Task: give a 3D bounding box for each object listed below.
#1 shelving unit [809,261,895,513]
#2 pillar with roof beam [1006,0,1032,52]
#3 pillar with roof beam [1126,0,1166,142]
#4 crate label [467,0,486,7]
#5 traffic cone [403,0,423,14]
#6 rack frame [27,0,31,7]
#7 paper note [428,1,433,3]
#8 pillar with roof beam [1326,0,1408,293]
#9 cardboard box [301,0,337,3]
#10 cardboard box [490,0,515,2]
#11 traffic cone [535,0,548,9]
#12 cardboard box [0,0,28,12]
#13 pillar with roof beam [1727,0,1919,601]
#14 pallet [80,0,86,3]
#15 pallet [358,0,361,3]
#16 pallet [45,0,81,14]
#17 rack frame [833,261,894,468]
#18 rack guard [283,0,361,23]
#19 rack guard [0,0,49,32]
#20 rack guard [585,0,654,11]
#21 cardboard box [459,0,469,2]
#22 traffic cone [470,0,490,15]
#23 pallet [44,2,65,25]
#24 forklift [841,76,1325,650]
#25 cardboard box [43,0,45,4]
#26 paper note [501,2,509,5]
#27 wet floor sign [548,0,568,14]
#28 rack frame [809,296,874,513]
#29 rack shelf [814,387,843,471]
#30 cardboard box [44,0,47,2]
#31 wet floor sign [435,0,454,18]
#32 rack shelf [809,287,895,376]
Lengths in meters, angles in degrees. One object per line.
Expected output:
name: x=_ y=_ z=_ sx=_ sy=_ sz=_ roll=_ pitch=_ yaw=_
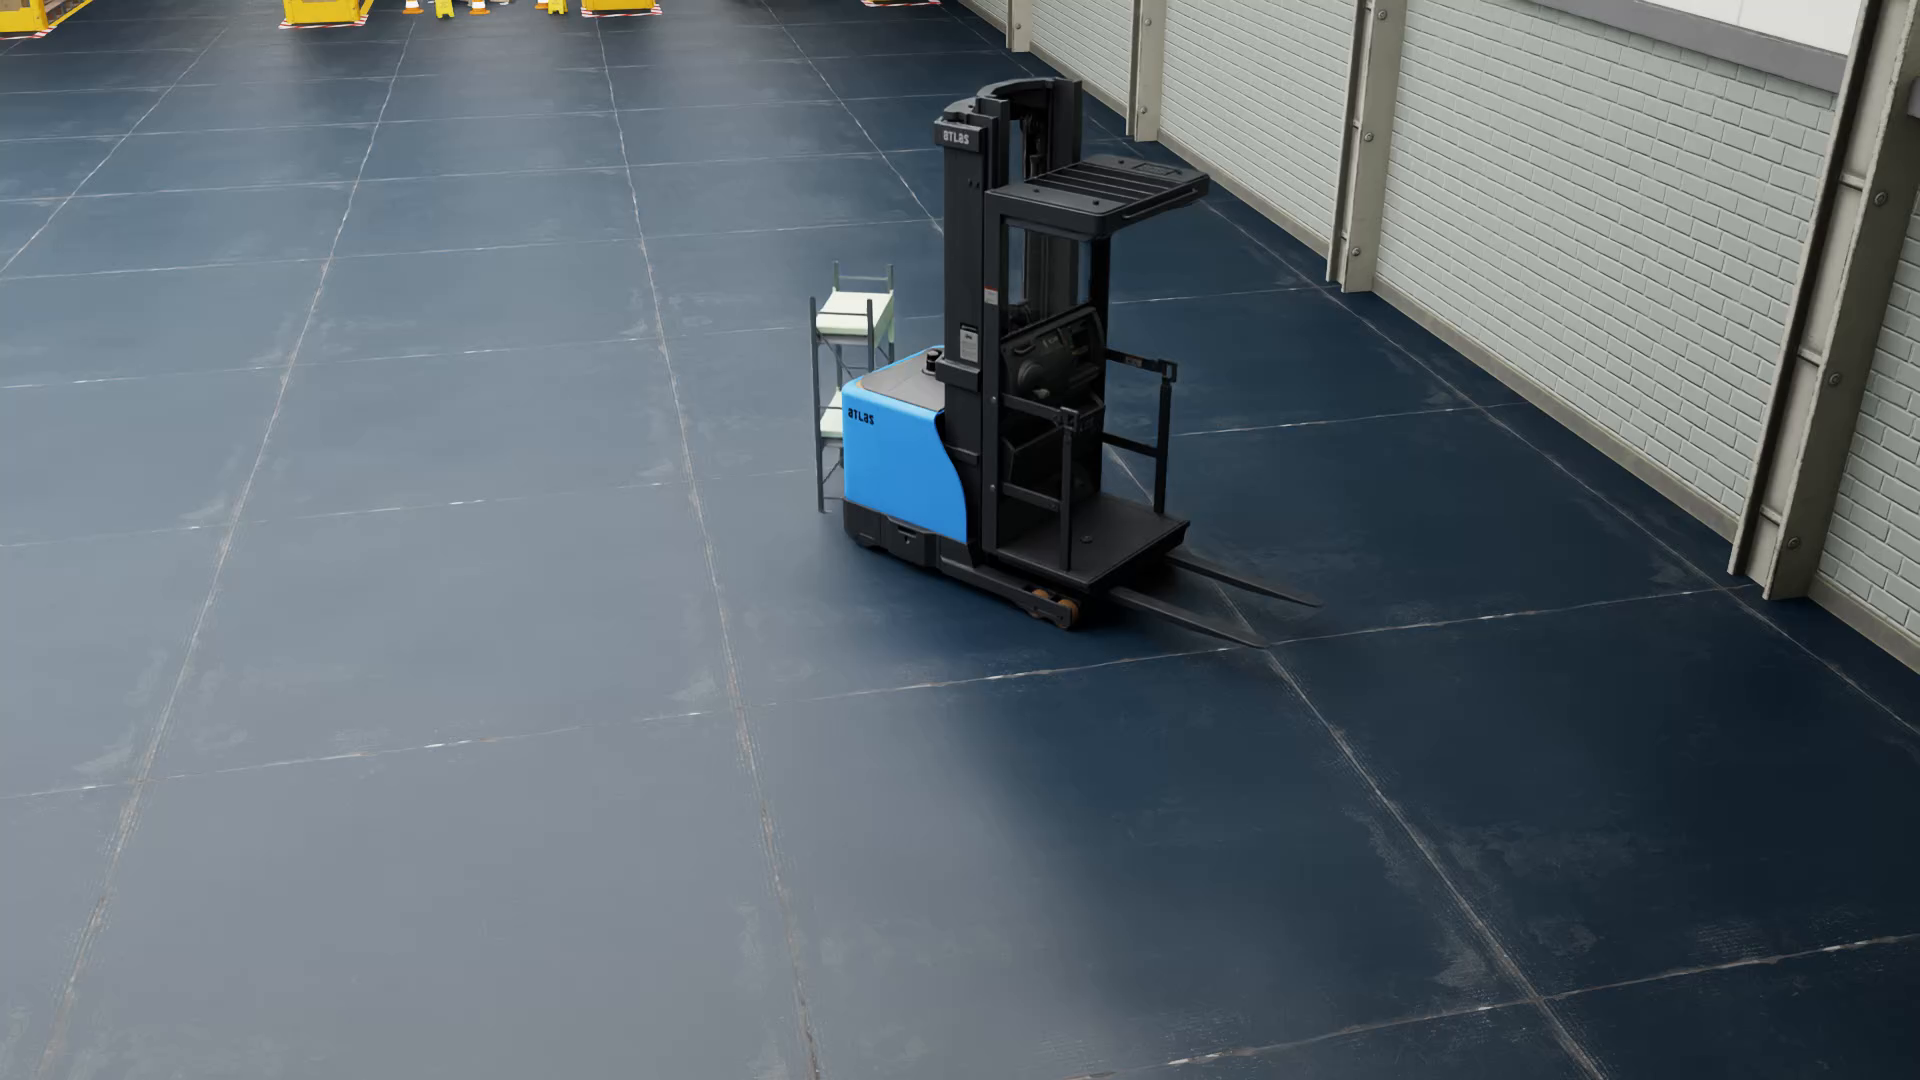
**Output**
shelving unit: x=-0.698 y=-1.012 z=11.091 sx=0.431 sy=1.500 sz=0.755 roll=3 pitch=27 yaw=7
pillar with roof beam: x=-3.278 y=-11.218 z=22.989 sx=9.100 sy=9.000 sz=0.400 roll=-6 pitch=27 yaw=-12
pillar with roof beam: x=-1.925 y=-8.584 z=17.771 sx=9.100 sy=9.000 sz=0.400 roll=-6 pitch=27 yaw=-12
crate label: x=-8.588 y=-9.565 z=29.549 sx=0.250 sy=0.136 sz=0.298 roll=-23 pitch=35 yaw=-38
traffic cone: x=-9.528 y=-9.406 z=28.873 sx=0.336 sy=0.463 sz=0.334 roll=-6 pitch=27 yaw=-12
rack frame: x=-15.647 y=-9.702 z=26.643 sx=1.000 sy=3.000 sz=0.127 roll=-6 pitch=27 yaw=-12
paper note: x=-9.482 y=-9.678 z=29.892 sx=0.144 sy=0.017 sz=0.142 roll=3 pitch=27 yaw=6
pillar with roof beam: x=-0.573 y=-5.950 z=12.552 sx=9.100 sy=9.000 sz=0.400 roll=-6 pitch=27 yaw=-12
cardboard box: x=-11.009 y=-9.691 z=28.514 sx=0.875 sy=0.875 sz=0.875 roll=-6 pitch=27 yaw=-11
cardboard box: x=-8.255 y=-9.806 z=30.013 sx=0.380 sy=0.149 sz=0.250 roll=8 pitch=28 yaw=15
traffic cone: x=-7.346 y=-9.634 z=29.323 sx=0.336 sy=0.463 sz=0.334 roll=-6 pitch=27 yaw=-12
cardboard box: x=-15.771 y=-9.050 z=27.659 sx=0.500 sy=0.500 sz=0.500 roll=-1 pitch=27 yaw=-2
pillar with roof beam: x=0.779 y=-3.316 z=7.334 sx=9.100 sy=9.000 sz=0.400 roll=-6 pitch=27 yaw=-12
pallet: x=-16.363 y=-9.922 z=30.174 sx=1.003 sy=0.211 sz=1.213 roll=-6 pitch=27 yaw=-12
pallet: x=-11.320 y=-9.794 z=29.920 sx=1.003 sy=0.211 sz=1.213 roll=-6 pitch=27 yaw=-12
pallet: x=-16.084 y=-9.385 z=29.111 sx=1.003 sy=0.211 sz=1.213 roll=-6 pitch=27 yaw=-12
rack frame: x=-0.649 y=-1.176 z=11.415 sx=0.400 sy=1.500 sz=0.023 roll=3 pitch=27 yaw=7
rack guard: x=-10.786 y=-9.035 z=28.096 sx=1.175 sy=0.500 sz=0.348 roll=-6 pitch=27 yaw=-12
rack guard: x=-15.664 y=-8.620 z=27.273 sx=1.175 sy=0.500 sz=0.348 roll=-6 pitch=27 yaw=-12
rack guard: x=-6.009 y=-9.626 z=29.267 sx=1.175 sy=0.500 sz=0.348 roll=-6 pitch=27 yaw=-12
cardboard box: x=-8.854 y=-10.108 z=30.218 sx=0.637 sy=0.503 sz=0.797 roll=19 pitch=32 yaw=32
traffic cone: x=-8.350 y=-9.372 z=28.804 sx=0.336 sy=0.463 sz=0.334 roll=-6 pitch=27 yaw=-12
pallet: x=-15.813 y=-8.851 z=28.052 sx=1.003 sy=0.211 sz=1.213 roll=-6 pitch=27 yaw=-12
forklift: x=0.712 y=-1.062 z=9.601 sx=3.031 sy=2.935 sz=1.130 roll=20 pitch=33 yaw=34
cardboard box: x=-15.939 y=-9.309 z=28.172 sx=0.500 sy=0.500 sz=0.500 roll=1 pitch=27 yaw=2
paper note: x=-8.144 y=-9.596 z=29.728 sx=0.148 sy=0.019 sz=0.142 roll=-16 pitch=31 yaw=-29
wet floor sign: x=-6.992 y=-9.465 z=28.787 sx=0.267 sy=0.644 sz=0.232 roll=3 pitch=27 yaw=6
rack frame: x=-0.747 y=-0.849 z=10.767 sx=0.400 sy=1.500 sz=0.023 roll=3 pitch=27 yaw=7
rack shelf: x=-0.698 y=-0.721 z=11.238 sx=0.431 sy=0.370 sz=0.720 roll=3 pitch=27 yaw=7
cardboard box: x=-16.062 y=-9.585 z=28.720 sx=0.500 sy=0.500 sz=0.500 roll=-3 pitch=27 yaw=-7
wet floor sign: x=-8.856 y=-9.299 z=28.457 sx=0.267 sy=0.644 sz=0.232 roll=-11 pitch=29 yaw=-20
rack shelf: x=-0.698 y=-1.361 z=10.915 sx=0.431 sy=0.370 sz=0.720 roll=3 pitch=27 yaw=7
